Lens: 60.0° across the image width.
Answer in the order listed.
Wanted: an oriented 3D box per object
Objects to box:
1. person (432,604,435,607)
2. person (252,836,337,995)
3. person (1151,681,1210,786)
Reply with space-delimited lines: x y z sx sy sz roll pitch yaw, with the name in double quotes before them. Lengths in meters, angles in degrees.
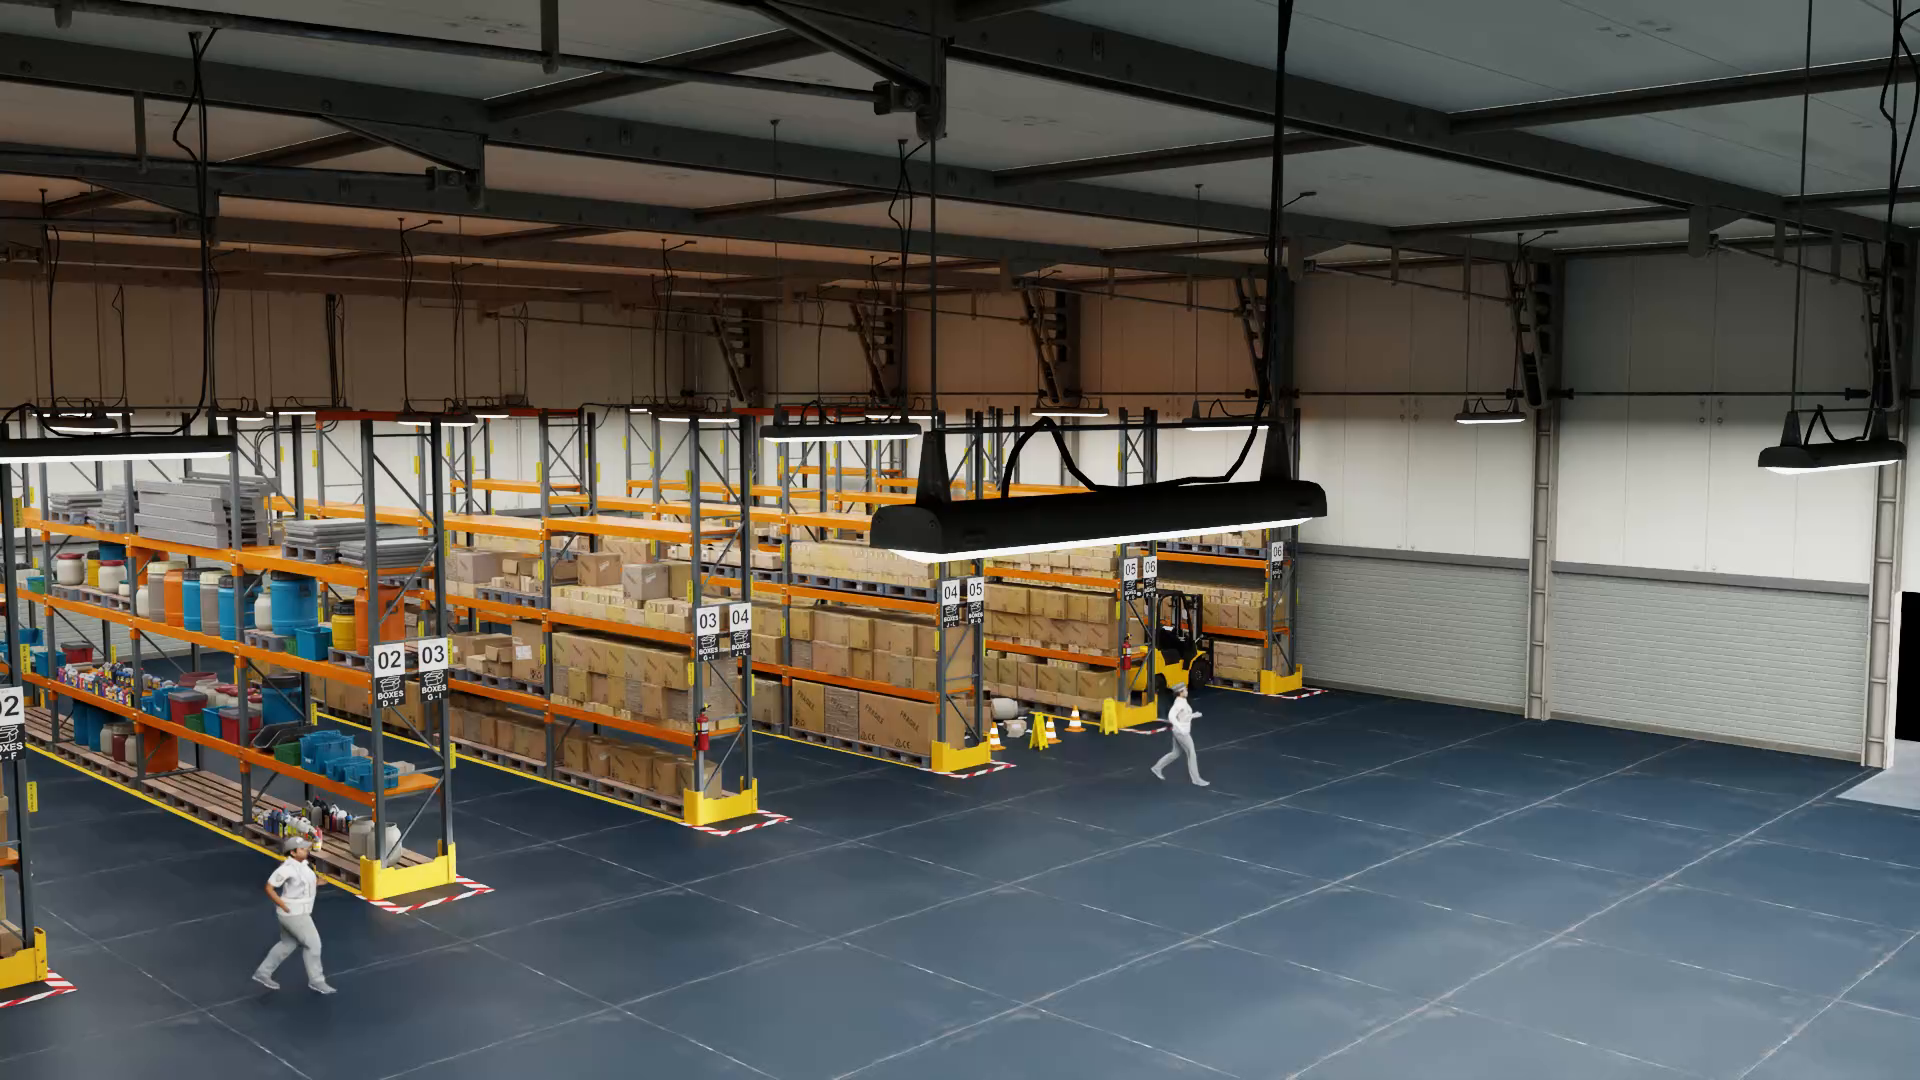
"person" -11.850 2.220 37.308 0.551 1.615 0.803 -5 7 -43
"person" -7.025 3.956 17.523 0.825 1.712 0.583 -1 5 -15
"person" 3.546 3.101 26.714 0.941 1.679 0.595 0 5 0
